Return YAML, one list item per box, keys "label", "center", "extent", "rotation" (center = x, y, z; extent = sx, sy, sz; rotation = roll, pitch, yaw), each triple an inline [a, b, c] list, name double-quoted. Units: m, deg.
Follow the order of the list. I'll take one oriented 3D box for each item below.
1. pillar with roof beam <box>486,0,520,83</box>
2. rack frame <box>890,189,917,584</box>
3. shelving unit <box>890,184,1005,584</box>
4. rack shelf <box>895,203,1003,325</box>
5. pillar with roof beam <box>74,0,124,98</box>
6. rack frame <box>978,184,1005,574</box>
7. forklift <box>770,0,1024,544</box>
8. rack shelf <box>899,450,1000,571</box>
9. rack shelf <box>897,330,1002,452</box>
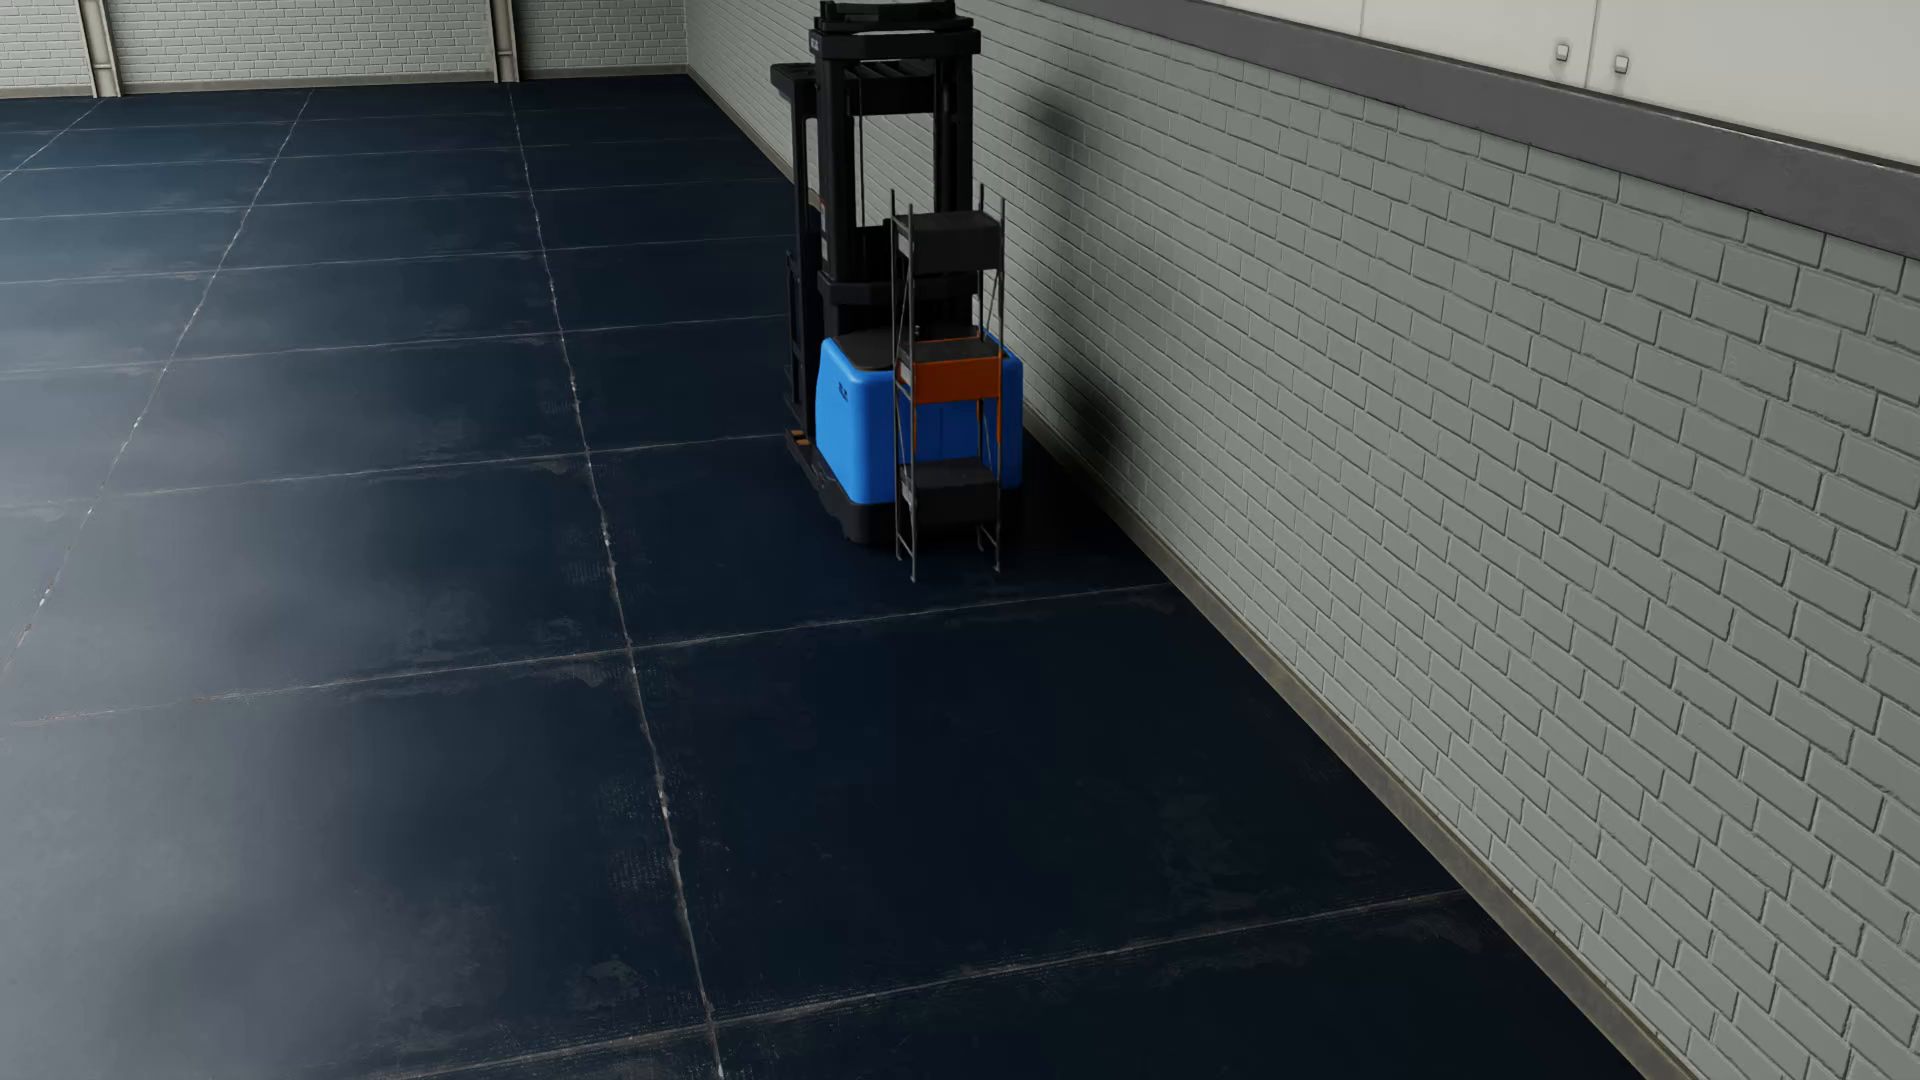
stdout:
- label: "pillar with roof beam"
  center: [-6.280, -10.042, 21.741]
  extent: [0.400, 9.000, 9.100]
  rotation: [-6, 24, -14]
- label: "rack frame"
  center: [-0.302, -0.799, 8.948]
  extent: [0.015, 2.100, 0.400]
  rotation: [-7, 24, -15]
- label: "shelving unit"
  center: [-0.068, -0.826, 9.012]
  extent: [0.503, 2.100, 0.431]
  rotation: [-7, 24, -15]
- label: "rack shelf"
  center: [-0.068, -1.457, 8.741]
  extent: [0.480, 0.518, 0.431]
  rotation: [-7, 24, -15]
- label: "pillar with roof beam"
  center: [-12.057, -9.403, 20.252]
  extent: [0.400, 9.000, 9.100]
  rotation: [-6, 24, -14]
- label: "rack frame"
  center: [0.166, -0.853, 9.075]
  extent: [0.015, 2.100, 0.400]
  rotation: [-7, 24, -15]
- label: "forklift"
  center: [-0.529, -1.878, 10.410]
  extent: [1.130, 2.935, 3.031]
  rotation: [-7, 24, -15]
- label: "rack shelf"
  center: [-0.068, -0.170, 9.293]
  extent: [0.480, 0.518, 0.431]
  rotation: [-7, 24, -15]
- label: "rack shelf"
  center: [-0.068, -0.813, 9.017]
  extent: [0.480, 0.518, 0.431]
  rotation: [-7, 24, -15]
